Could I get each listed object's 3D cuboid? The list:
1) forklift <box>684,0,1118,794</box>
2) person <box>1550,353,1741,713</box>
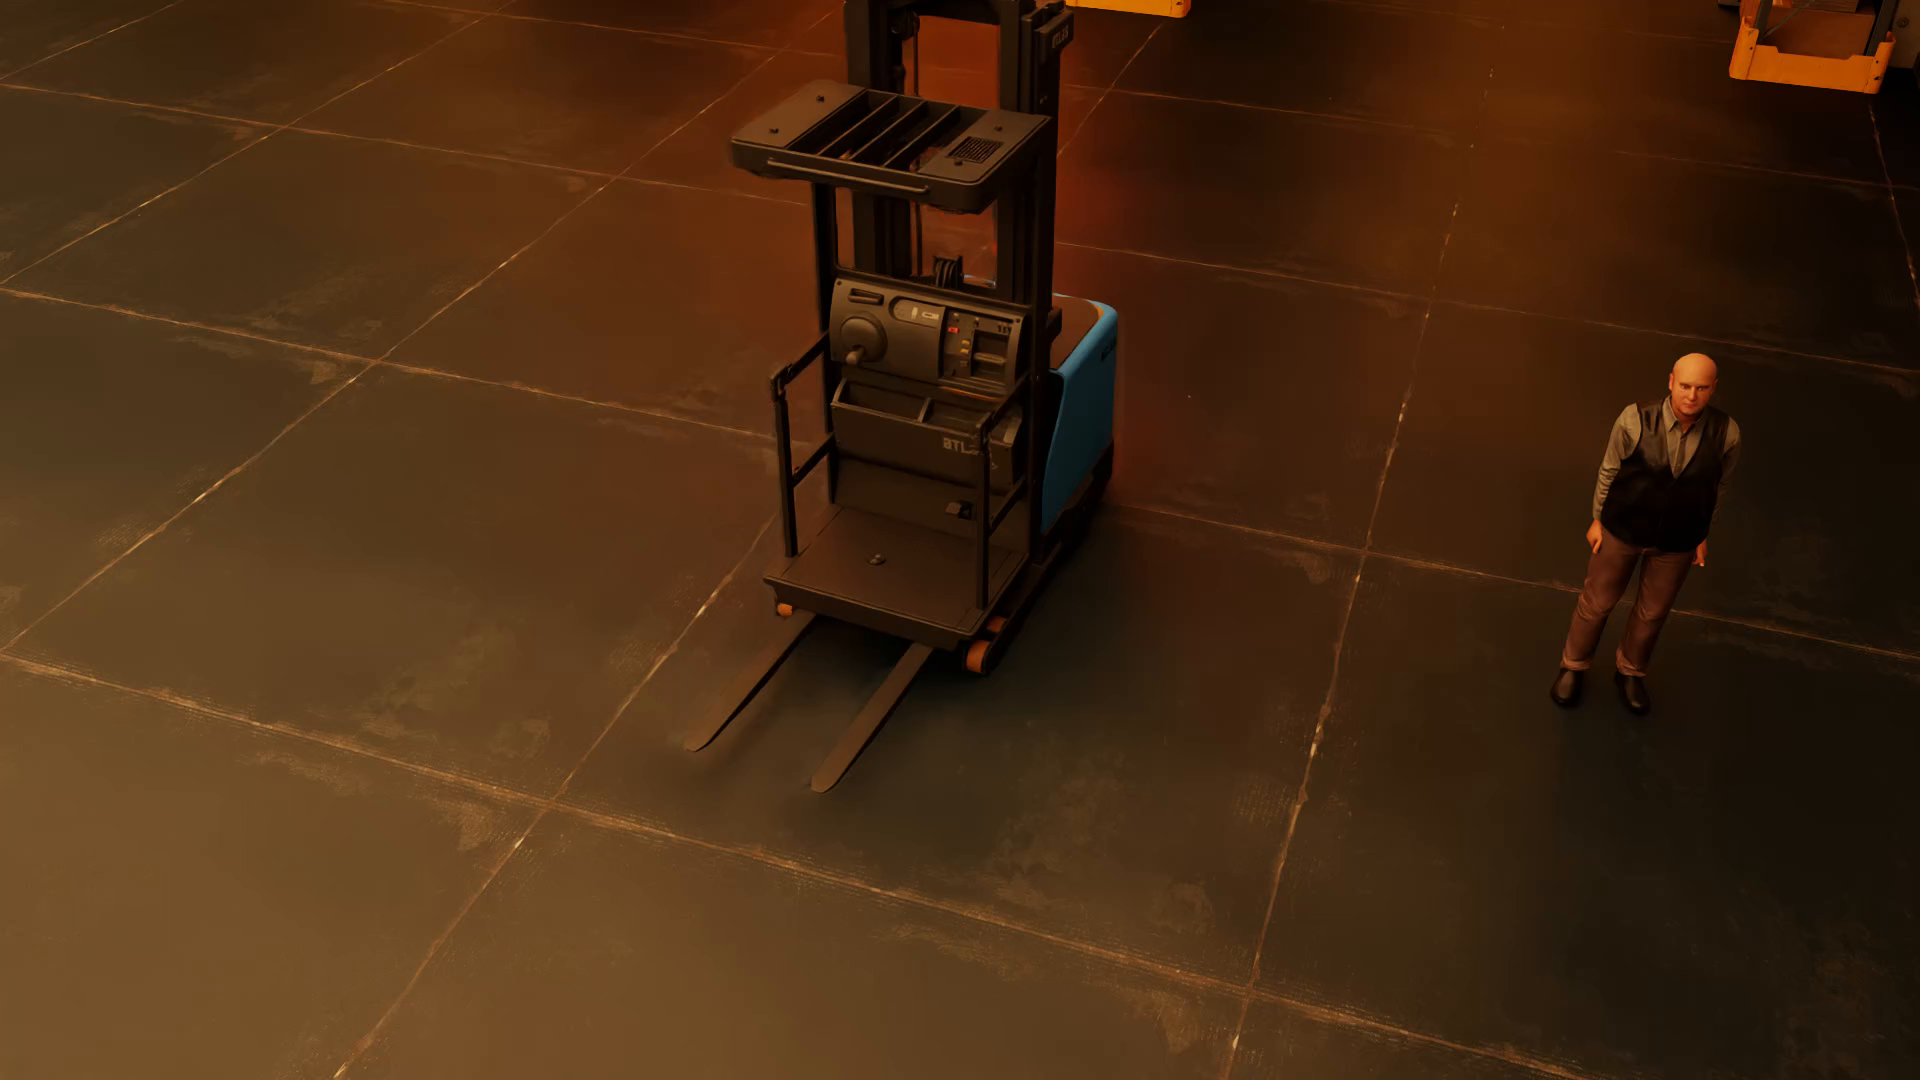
[{"bbox_3d":[-0.244,-0.855,7.317,1.130,2.935,3.031,15,38,20],"label":"forklift"},{"bbox_3d":[2.981,-0.017,7.182,0.526,1.725,0.368,7,36,10],"label":"person"}]
